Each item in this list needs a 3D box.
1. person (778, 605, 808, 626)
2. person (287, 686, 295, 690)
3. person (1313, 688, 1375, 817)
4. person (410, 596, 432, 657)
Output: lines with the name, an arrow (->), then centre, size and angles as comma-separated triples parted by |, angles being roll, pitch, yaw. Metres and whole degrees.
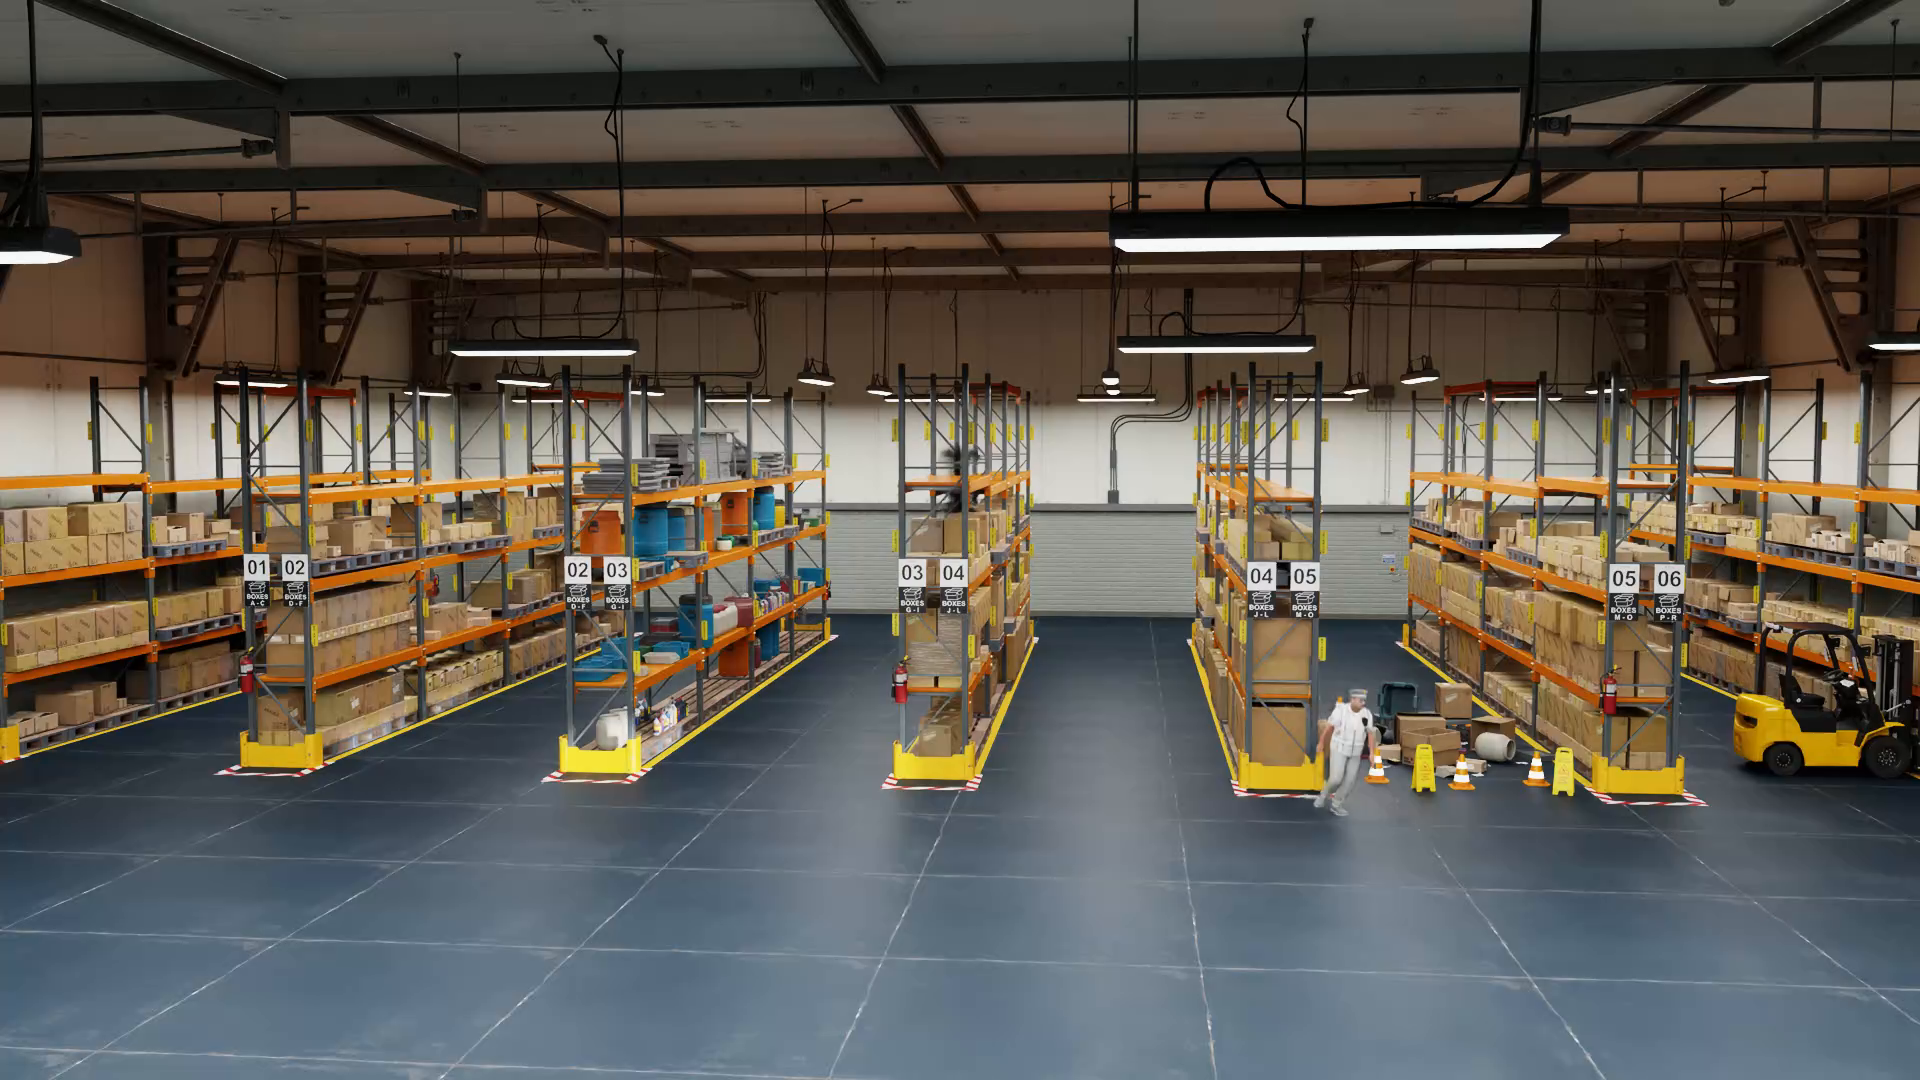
person -> -4.259, 1.524, 42.386 | 0.959, 1.599, 0.569 | 0, 4, -1
person -> -12.575, 2.181, 31.317 | 0.563, 1.637, 0.589 | -1, 4, -16
person -> 5.022, 2.765, 21.730 | 0.708, 1.708, 0.604 | -1, 4, -12
person -> -11.128, 1.944, 34.358 | 0.596, 1.775, 0.833 | 1, 4, 12
